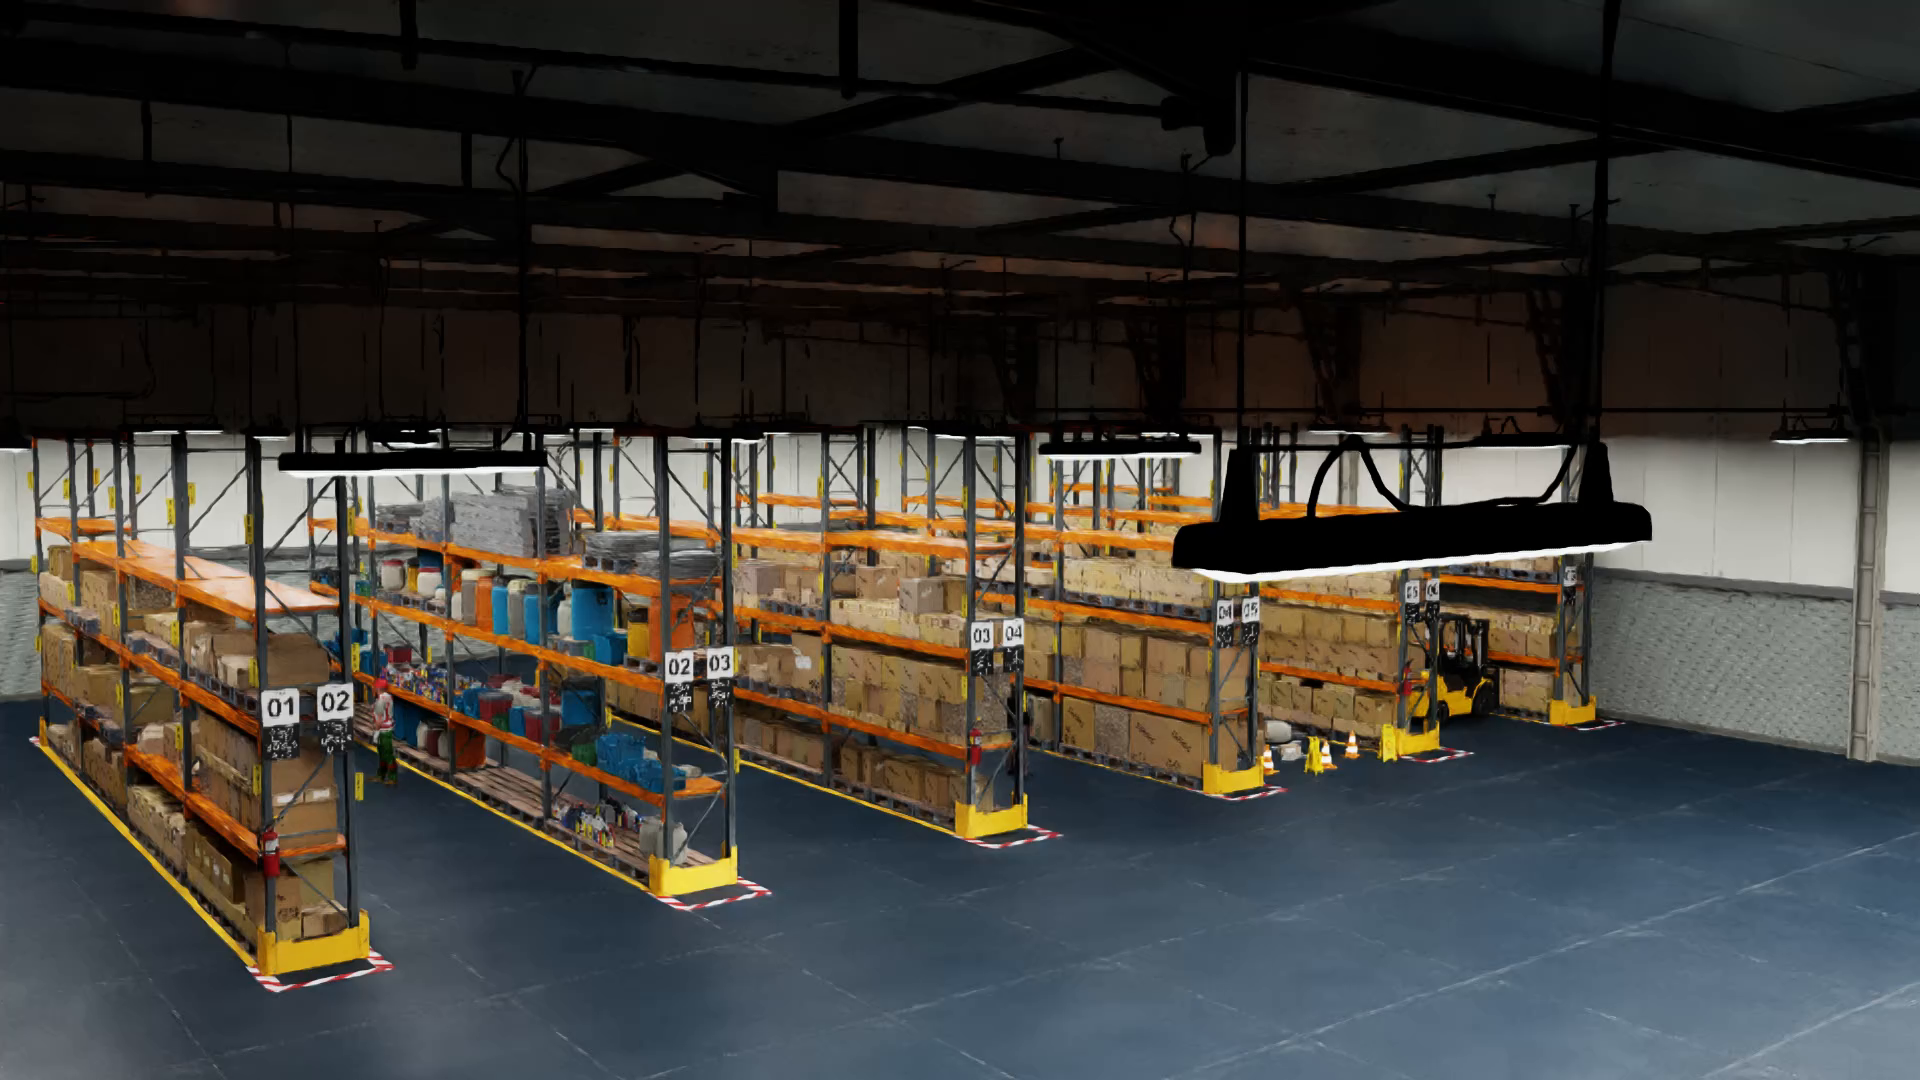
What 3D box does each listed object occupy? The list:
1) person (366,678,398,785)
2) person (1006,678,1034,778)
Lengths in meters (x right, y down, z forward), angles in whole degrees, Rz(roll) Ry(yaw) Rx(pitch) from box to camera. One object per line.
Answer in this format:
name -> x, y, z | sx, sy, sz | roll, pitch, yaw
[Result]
person -> -9.787, 3.218, 28.107 | 0.577, 1.784, 0.655 | -1, 5, -8
person -> 1.022, 3.205, 28.683 | 0.584, 1.727, 0.450 | 2, 5, 23
